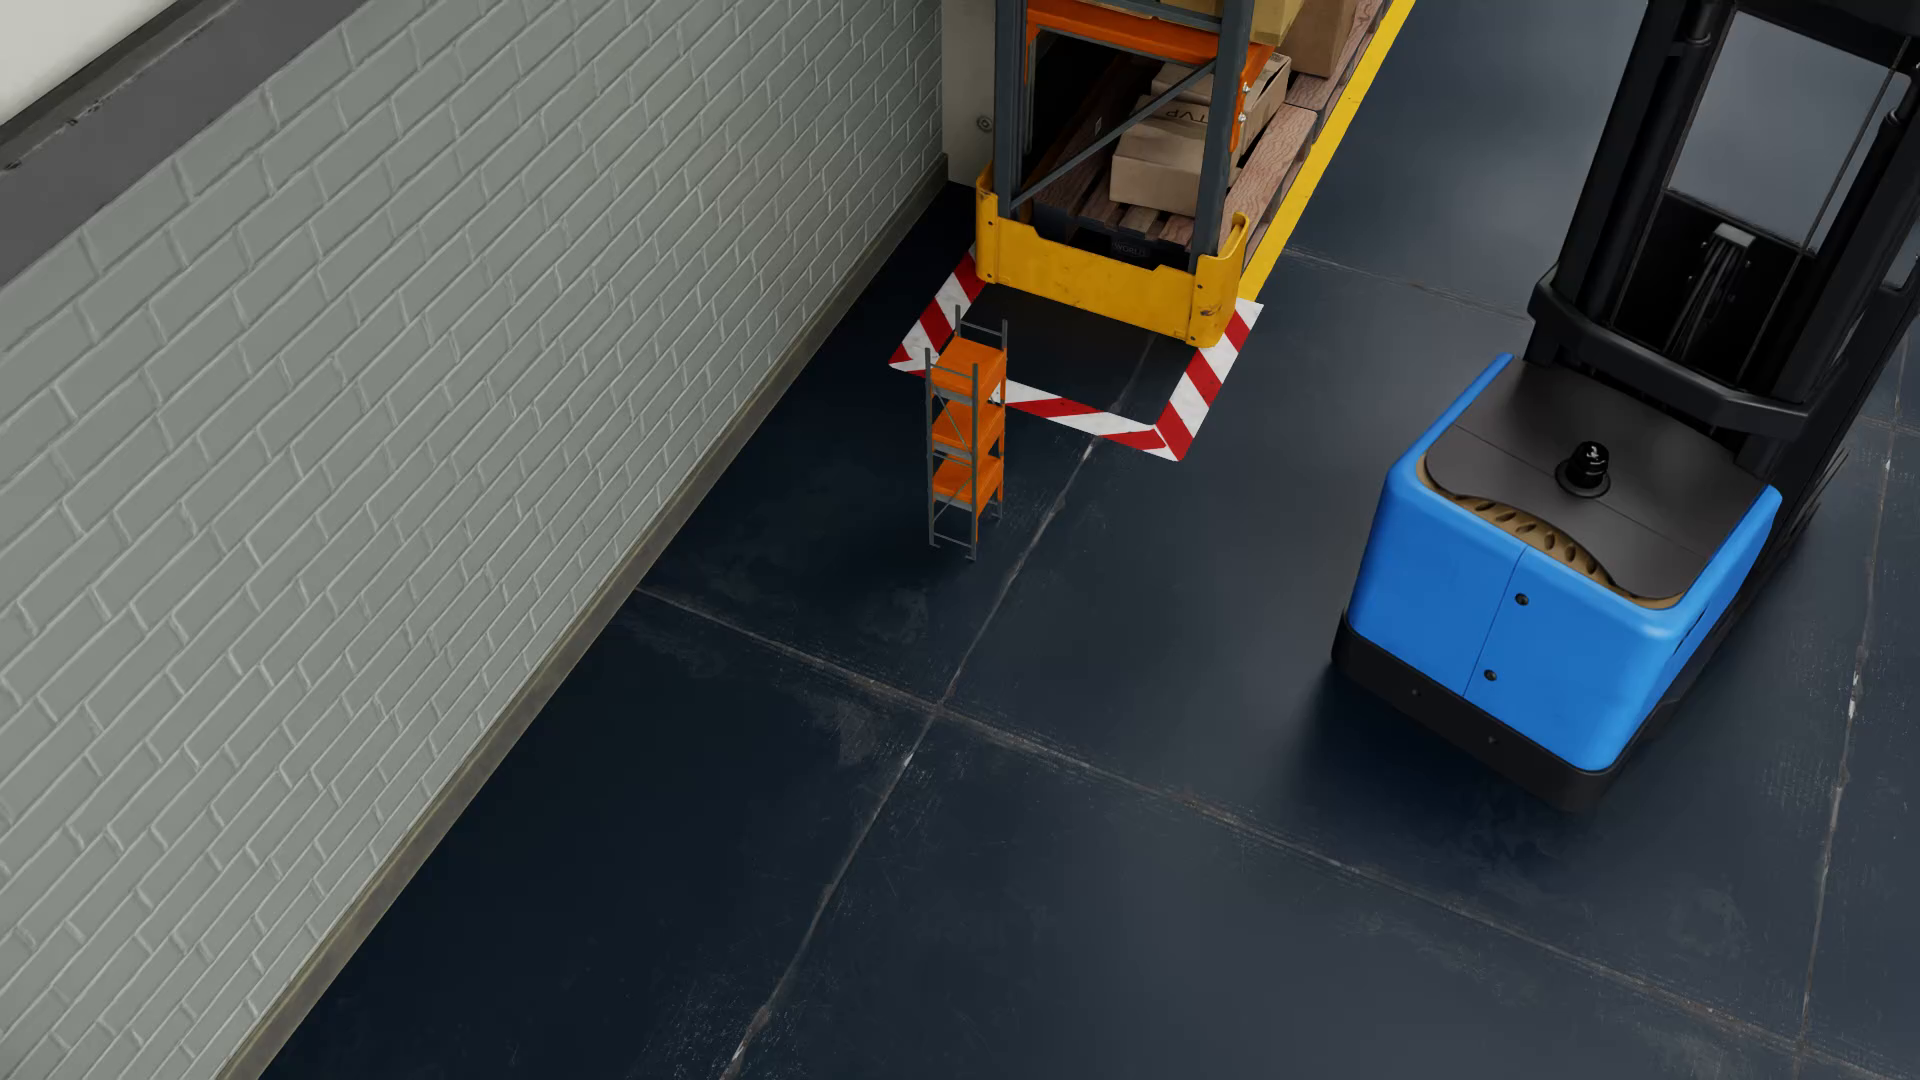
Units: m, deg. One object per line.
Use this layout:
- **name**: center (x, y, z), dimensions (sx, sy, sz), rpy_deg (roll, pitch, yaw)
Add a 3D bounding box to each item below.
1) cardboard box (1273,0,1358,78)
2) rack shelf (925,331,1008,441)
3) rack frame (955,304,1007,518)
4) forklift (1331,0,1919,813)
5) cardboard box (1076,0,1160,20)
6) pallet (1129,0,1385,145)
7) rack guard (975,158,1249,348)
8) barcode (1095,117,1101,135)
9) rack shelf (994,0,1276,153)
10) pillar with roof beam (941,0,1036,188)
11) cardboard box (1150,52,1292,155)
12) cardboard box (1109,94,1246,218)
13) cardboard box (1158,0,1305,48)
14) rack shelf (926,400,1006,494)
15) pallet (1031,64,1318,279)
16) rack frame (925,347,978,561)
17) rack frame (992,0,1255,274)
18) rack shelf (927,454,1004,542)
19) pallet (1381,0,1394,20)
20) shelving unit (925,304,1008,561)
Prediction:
- **cardboard box**: center (1.596, -2.712, 8.256), dimensions (0.700, 0.500, 0.500), rpy_deg (17, 52, 14)
- **rack shelf**: center (0.023, -0.554, 5.989), dimensions (0.215, 0.259, 0.240), rpy_deg (20, 52, 16)
- **rack frame**: center (0.075, -0.461, 6.268), dimensions (0.200, 1.050, 0.008), rpy_deg (20, 52, 16)
- **forklift**: center (2.710, -1.070, 5.551), dimensions (1.130, 2.935, 3.031), rpy_deg (34, 57, 25)
- **cardboard box**: center (0.641, -2.394, 6.718), dimensions (0.500, 0.250, 0.500), rpy_deg (20, 53, 17)
- **pallet**: center (1.551, -2.585, 8.626), dimensions (1.003, 0.211, 1.213), rpy_deg (20, 52, 16)
- **rack guard**: center (0.649, -1.293, 7.337), dimensions (1.175, 0.500, 0.348), rpy_deg (20, 52, 16)
- **barcode**: center (0.640, -1.915, 7.696), dimensions (0.001, 0.075, 0.075), rpy_deg (20, 52, 16)
- **rack shelf**: center (1.471, -3.195, 7.787), dimensions (1.077, 0.370, 4.000), rpy_deg (20, 52, 16)
- **pillar with roof beam**: center (4.026, -3.358, 3.514), dimensions (9.100, 9.000, 0.400), rpy_deg (20, 52, 16)
- **cardboard box**: center (1.237, -2.162, 7.912), dimensions (0.500, 0.311, 0.500), rpy_deg (24, 54, 19)
- **cardboard box**: center (0.994, -1.770, 7.578), dimensions (0.500, 0.311, 0.500), rpy_deg (14, 51, 12)
- **cardboard box**: center (1.112, -2.242, 6.588), dimensions (0.500, 0.250, 0.500), rpy_deg (18, 52, 15)
- **rack shelf**: center (0.023, -0.370, 6.205), dimensions (0.215, 0.259, 0.240), rpy_deg (20, 52, 16)
- **pallet**: center (1.028, -1.748, 7.914), dimensions (1.003, 0.211, 1.213), rpy_deg (20, 52, 16)
- **rack frame**: center (-0.029, -0.293, 6.125), dimensions (0.200, 1.050, 0.008), rpy_deg (20, 52, 16)
- **rack frame**: center (0.617, -2.051, 6.341), dimensions (1.000, 3.000, 0.127), rpy_deg (20, 52, 16)
- **rack shelf**: center (0.023, -0.190, 6.416), dimensions (0.215, 0.259, 0.240), rpy_deg (20, 52, 16)
- **pallet**: center (2.070, -3.428, 9.343), dimensions (1.003, 0.211, 1.213), rpy_deg (20, 52, 16)
- **shelving unit**: center (0.023, -0.377, 6.197), dimensions (0.215, 1.050, 0.252), rpy_deg (20, 52, 16)
